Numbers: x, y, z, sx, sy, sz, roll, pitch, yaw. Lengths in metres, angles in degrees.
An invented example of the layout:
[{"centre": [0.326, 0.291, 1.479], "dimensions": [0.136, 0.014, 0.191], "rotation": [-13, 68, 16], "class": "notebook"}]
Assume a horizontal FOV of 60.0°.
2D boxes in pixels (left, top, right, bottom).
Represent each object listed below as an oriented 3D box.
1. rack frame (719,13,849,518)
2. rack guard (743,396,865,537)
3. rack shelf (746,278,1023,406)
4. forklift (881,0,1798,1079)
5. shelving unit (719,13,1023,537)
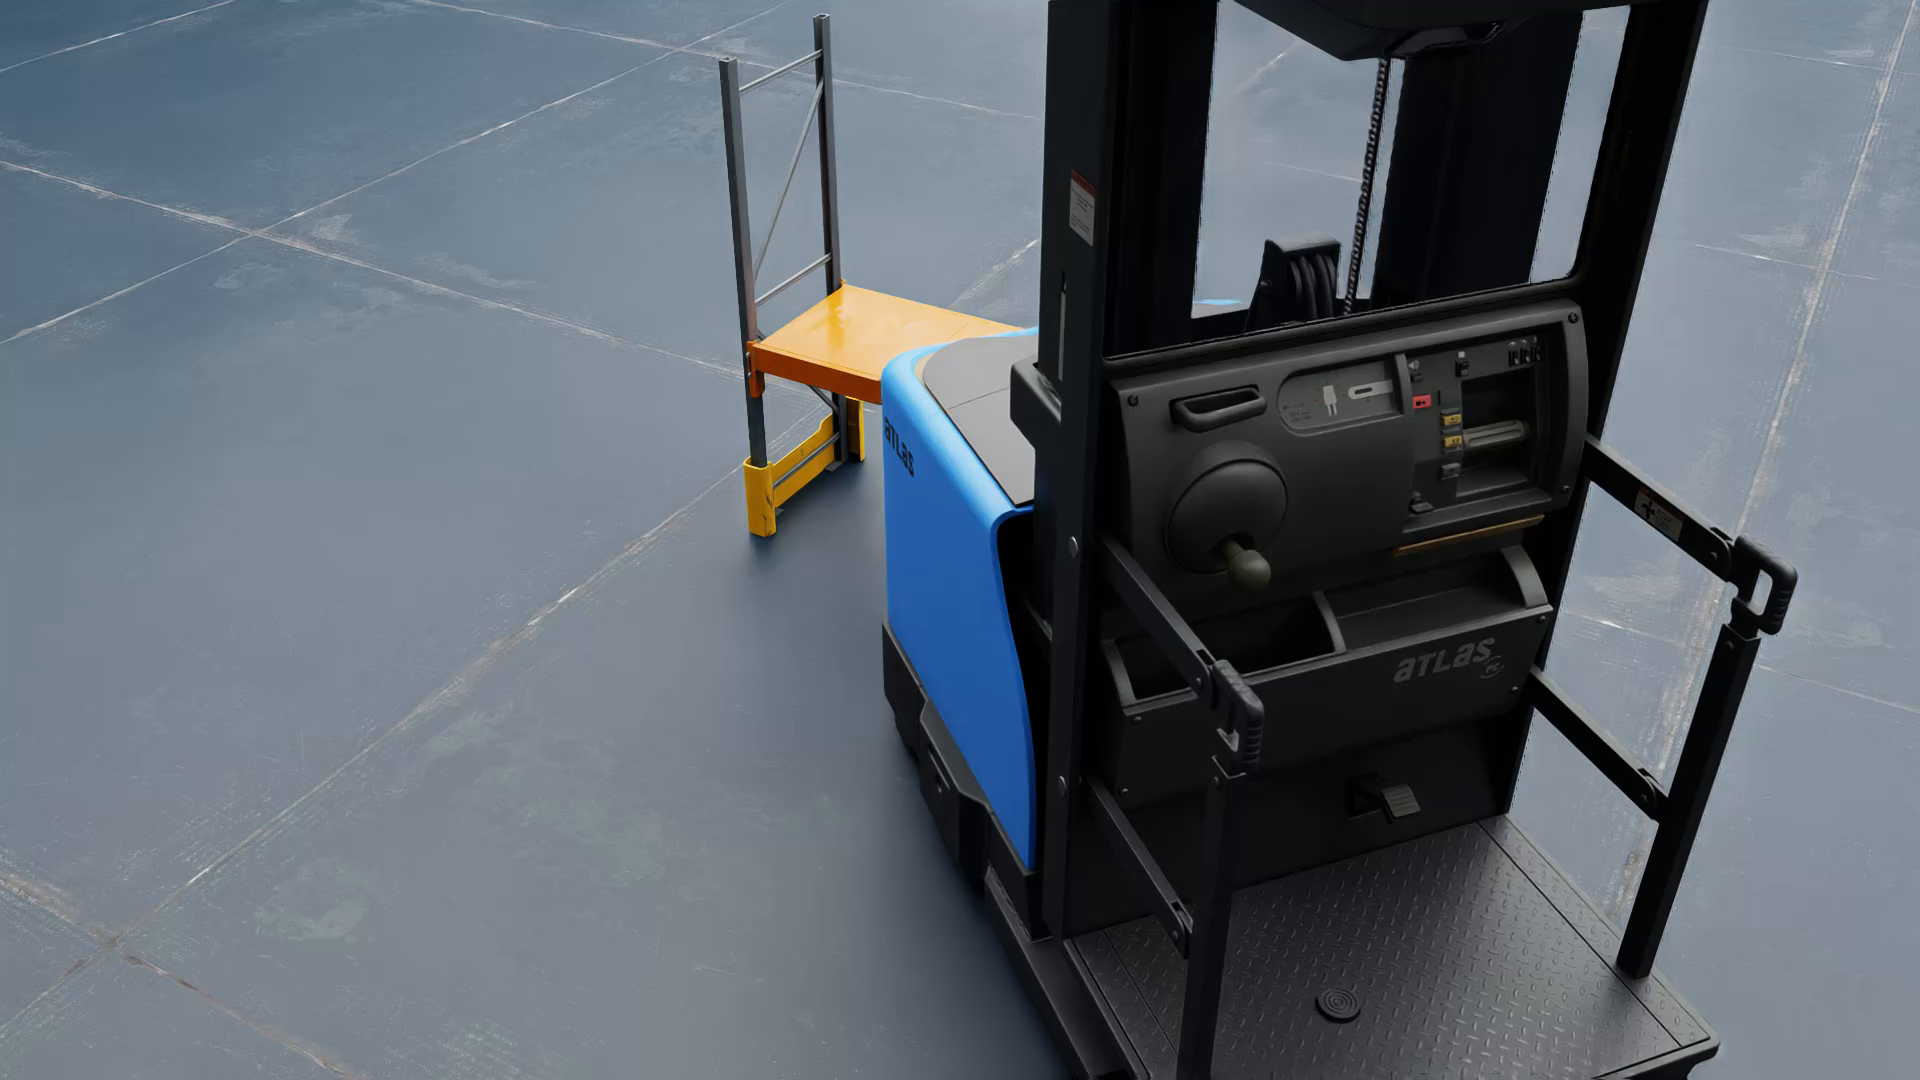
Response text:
[{"centre": [-0.515, -0.788, 5.079], "dimensions": [0.032, 1.500, 0.500], "rotation": [18, 37, 24], "class": "rack frame"}, {"centre": [-0.499, -0.262, 5.418], "dimensions": [0.087, 0.250, 0.587], "rotation": [18, 37, 24], "class": "rack guard"}, {"centre": [-0.074, -0.498, 4.969], "dimensions": [1.000, 0.185, 0.538], "rotation": [18, 37, 24], "class": "rack shelf"}, {"centre": [0.785, -0.107, 2.767], "dimensions": [1.130, 2.935, 3.031], "rotation": [-12, 35, -17], "class": "forklift"}, {"centre": [-0.066, -0.645, 4.866], "dimensions": [1.083, 1.500, 0.587], "rotation": [18, 37, 24], "class": "shelving unit"}]
